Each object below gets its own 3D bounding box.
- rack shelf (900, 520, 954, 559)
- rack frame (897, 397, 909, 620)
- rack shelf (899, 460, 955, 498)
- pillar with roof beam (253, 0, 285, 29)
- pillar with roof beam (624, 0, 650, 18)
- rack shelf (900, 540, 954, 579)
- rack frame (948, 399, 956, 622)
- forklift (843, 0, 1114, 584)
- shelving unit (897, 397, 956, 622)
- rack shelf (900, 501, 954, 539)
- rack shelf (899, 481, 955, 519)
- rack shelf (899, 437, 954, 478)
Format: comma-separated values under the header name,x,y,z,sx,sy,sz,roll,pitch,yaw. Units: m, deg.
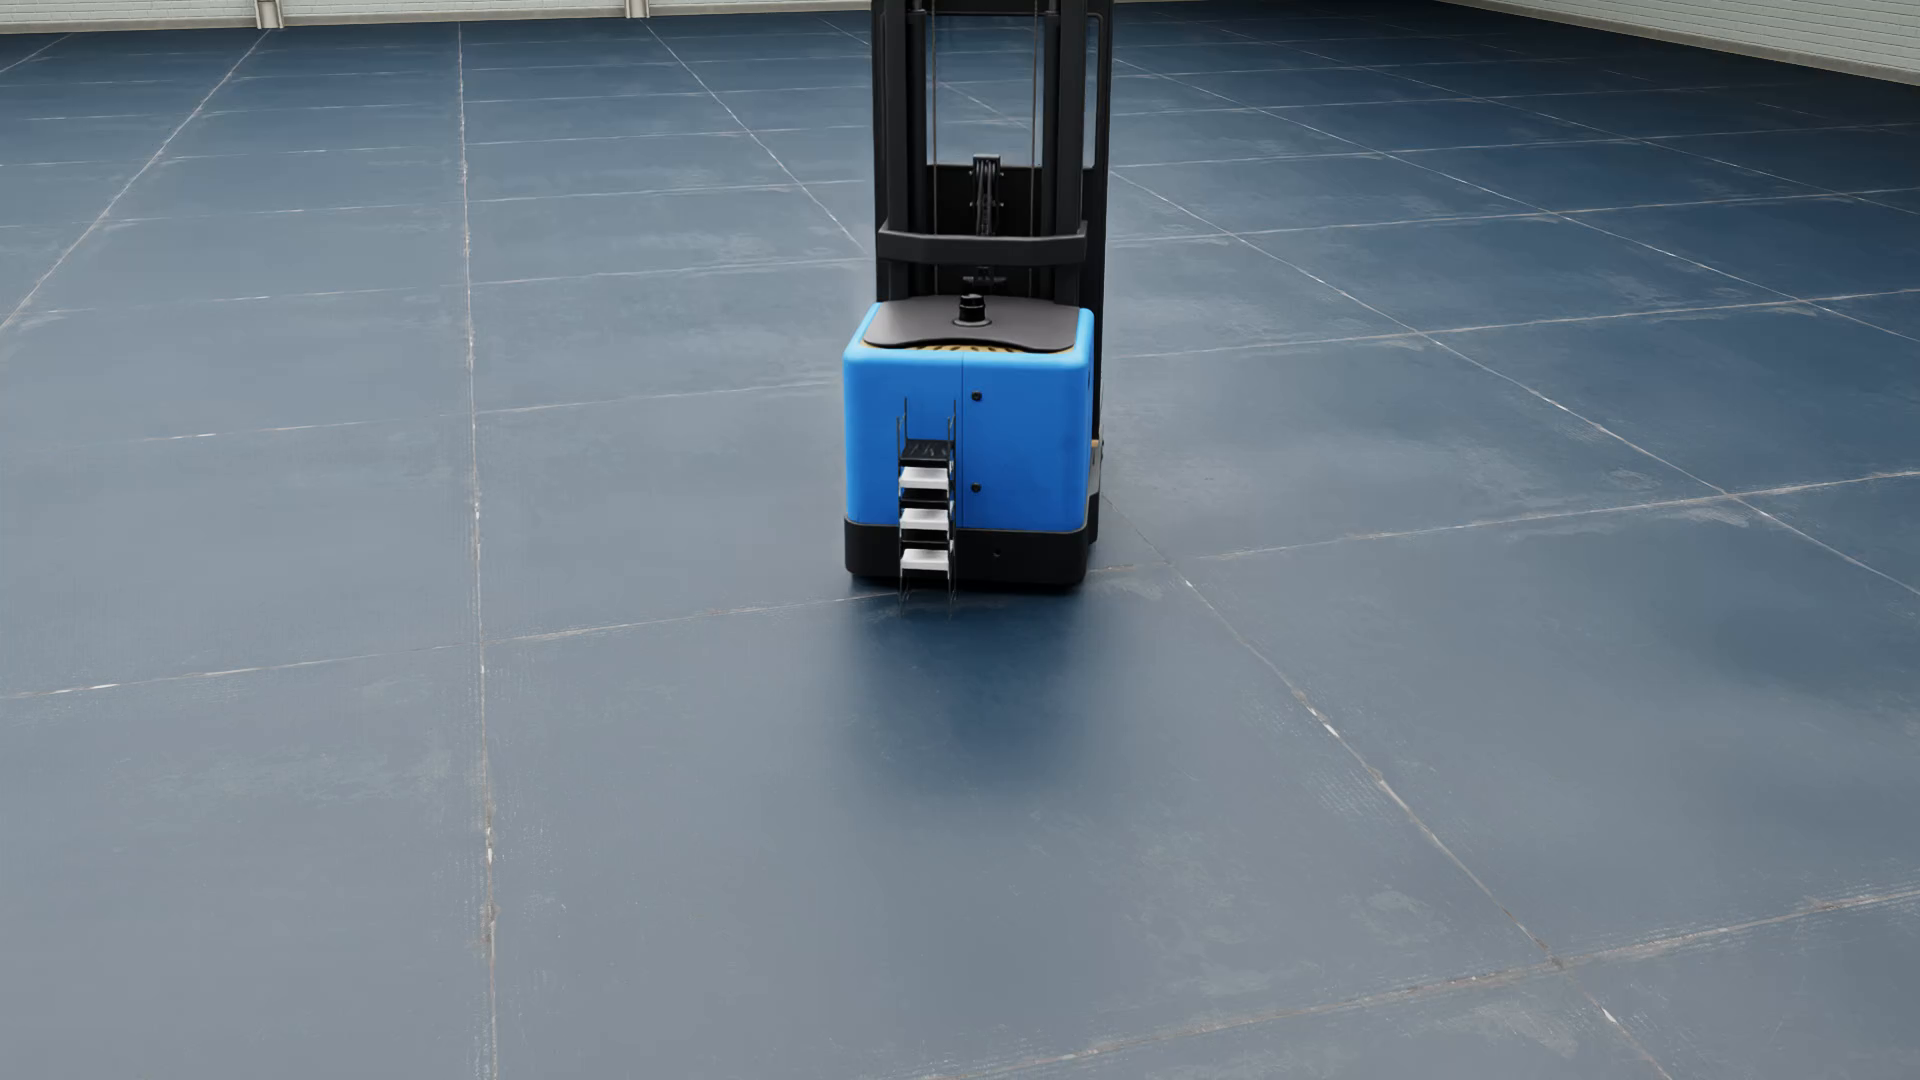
name,x,y,z,sx,sy,sz,roll,pitch,yaw
rack shelf,-0.134,-0.009,6.941,0.200,0.077,0.258,2,24,6
rack frame,-0.235,-0.126,6.902,0.006,0.900,0.240,2,24,6
rack shelf,-0.134,-0.257,6.834,0.200,0.077,0.258,2,24,6
pillar with roof beam,-10.246,-10.997,21.966,0.400,9.000,9.100,-6,24,-14
pillar with roof beam,-4.469,-11.636,23.455,0.400,9.000,9.100,-6,24,-14
rack shelf,-0.134,0.074,6.977,0.200,0.077,0.258,2,24,6
rack frame,-0.033,-0.118,6.882,0.006,0.900,0.240,2,24,6
forklift,0.170,-1.702,7.999,1.130,2.935,3.031,2,23,6
shelving unit,-0.134,-0.122,6.892,0.210,0.900,0.258,2,24,6
rack shelf,-0.134,-0.091,6.905,0.200,0.077,0.258,2,24,6
rack shelf,-0.134,-0.174,6.869,0.200,0.077,0.258,2,24,6
rack shelf,-0.134,-0.339,6.798,0.200,0.077,0.258,2,24,6
